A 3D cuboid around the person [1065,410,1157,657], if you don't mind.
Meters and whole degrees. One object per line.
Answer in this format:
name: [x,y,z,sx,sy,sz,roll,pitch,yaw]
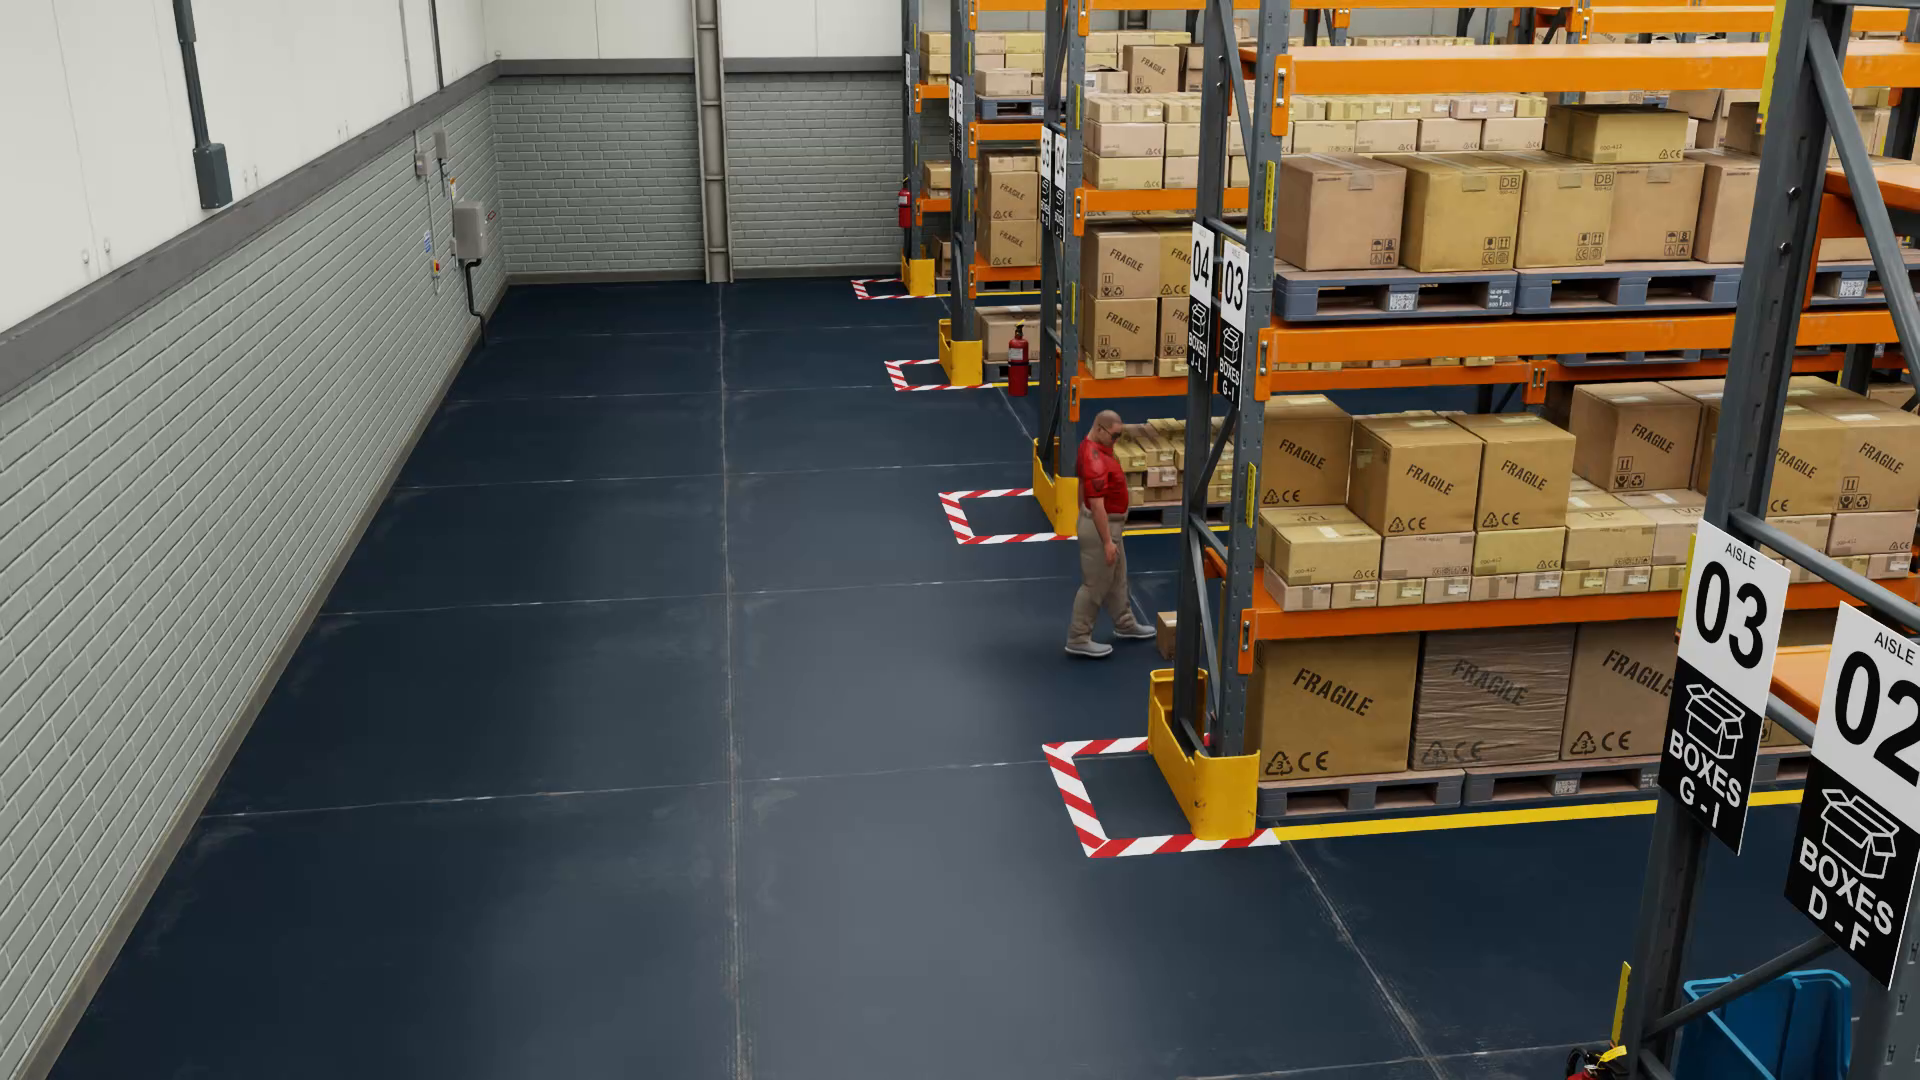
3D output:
person: [1.055,-0.055,11.208,0.679,1.709,0.581,-1,20,-2]
